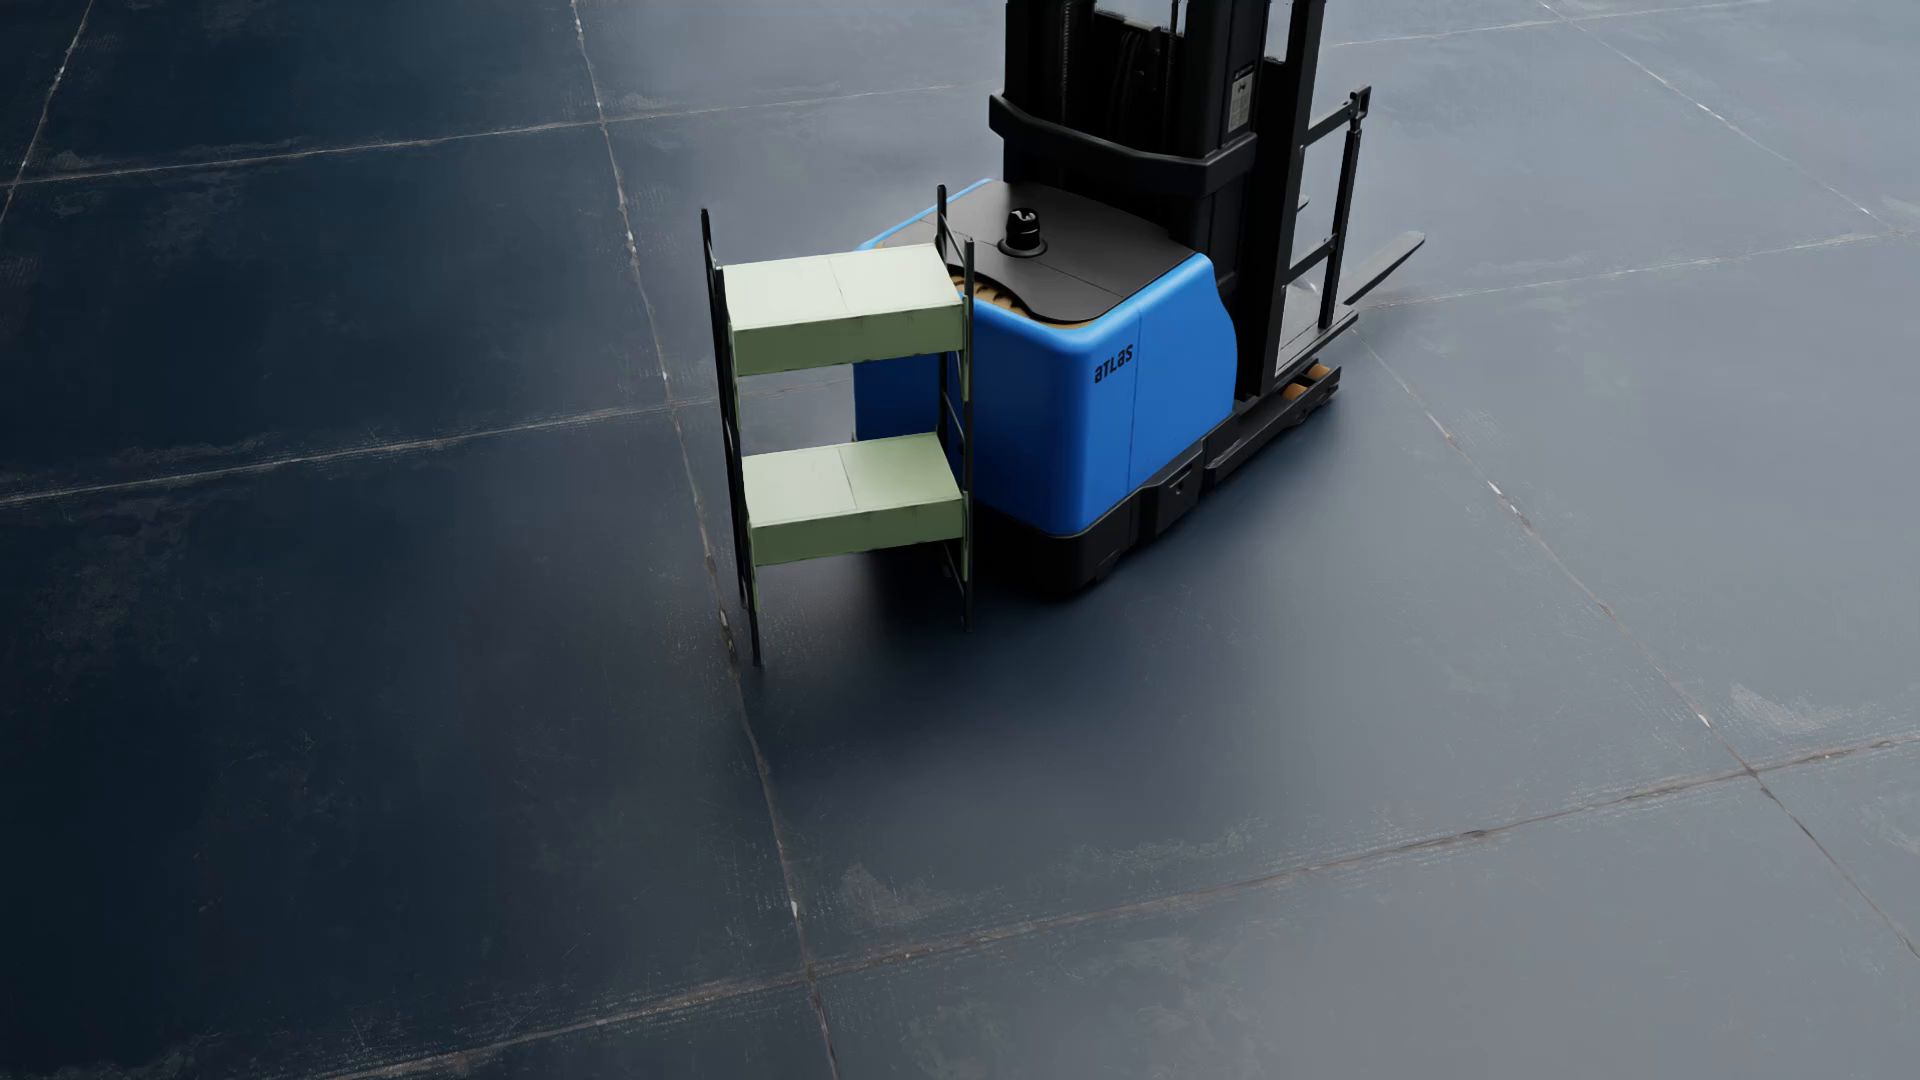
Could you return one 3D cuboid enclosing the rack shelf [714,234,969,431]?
[{"bbox_3d":[-0.371,-0.648,5.144,0.720,0.370,0.431,-8,38,-11],"label":"rack shelf"}]

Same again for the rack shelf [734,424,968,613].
[{"bbox_3d":[-0.371,-0.079,5.580,0.720,0.370,0.431,-8,38,-11],"label":"rack shelf"}]

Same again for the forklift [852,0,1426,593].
[{"bbox_3d":[0.923,-1.808,6.126,1.130,2.935,3.031,27,45,30],"label":"forklift"}]

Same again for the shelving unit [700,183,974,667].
[{"bbox_3d":[-0.371,-0.338,5.381,0.755,1.500,0.431,-8,38,-11],"label":"shelving unit"}]

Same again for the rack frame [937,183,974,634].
[{"bbox_3d":[-0.015,-0.389,5.449,0.023,1.500,0.400,-8,38,-11],"label":"rack frame"}]

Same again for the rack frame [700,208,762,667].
[{"bbox_3d":[-0.727,-0.287,5.314,0.023,1.500,0.400,-8,38,-11],"label":"rack frame"}]
